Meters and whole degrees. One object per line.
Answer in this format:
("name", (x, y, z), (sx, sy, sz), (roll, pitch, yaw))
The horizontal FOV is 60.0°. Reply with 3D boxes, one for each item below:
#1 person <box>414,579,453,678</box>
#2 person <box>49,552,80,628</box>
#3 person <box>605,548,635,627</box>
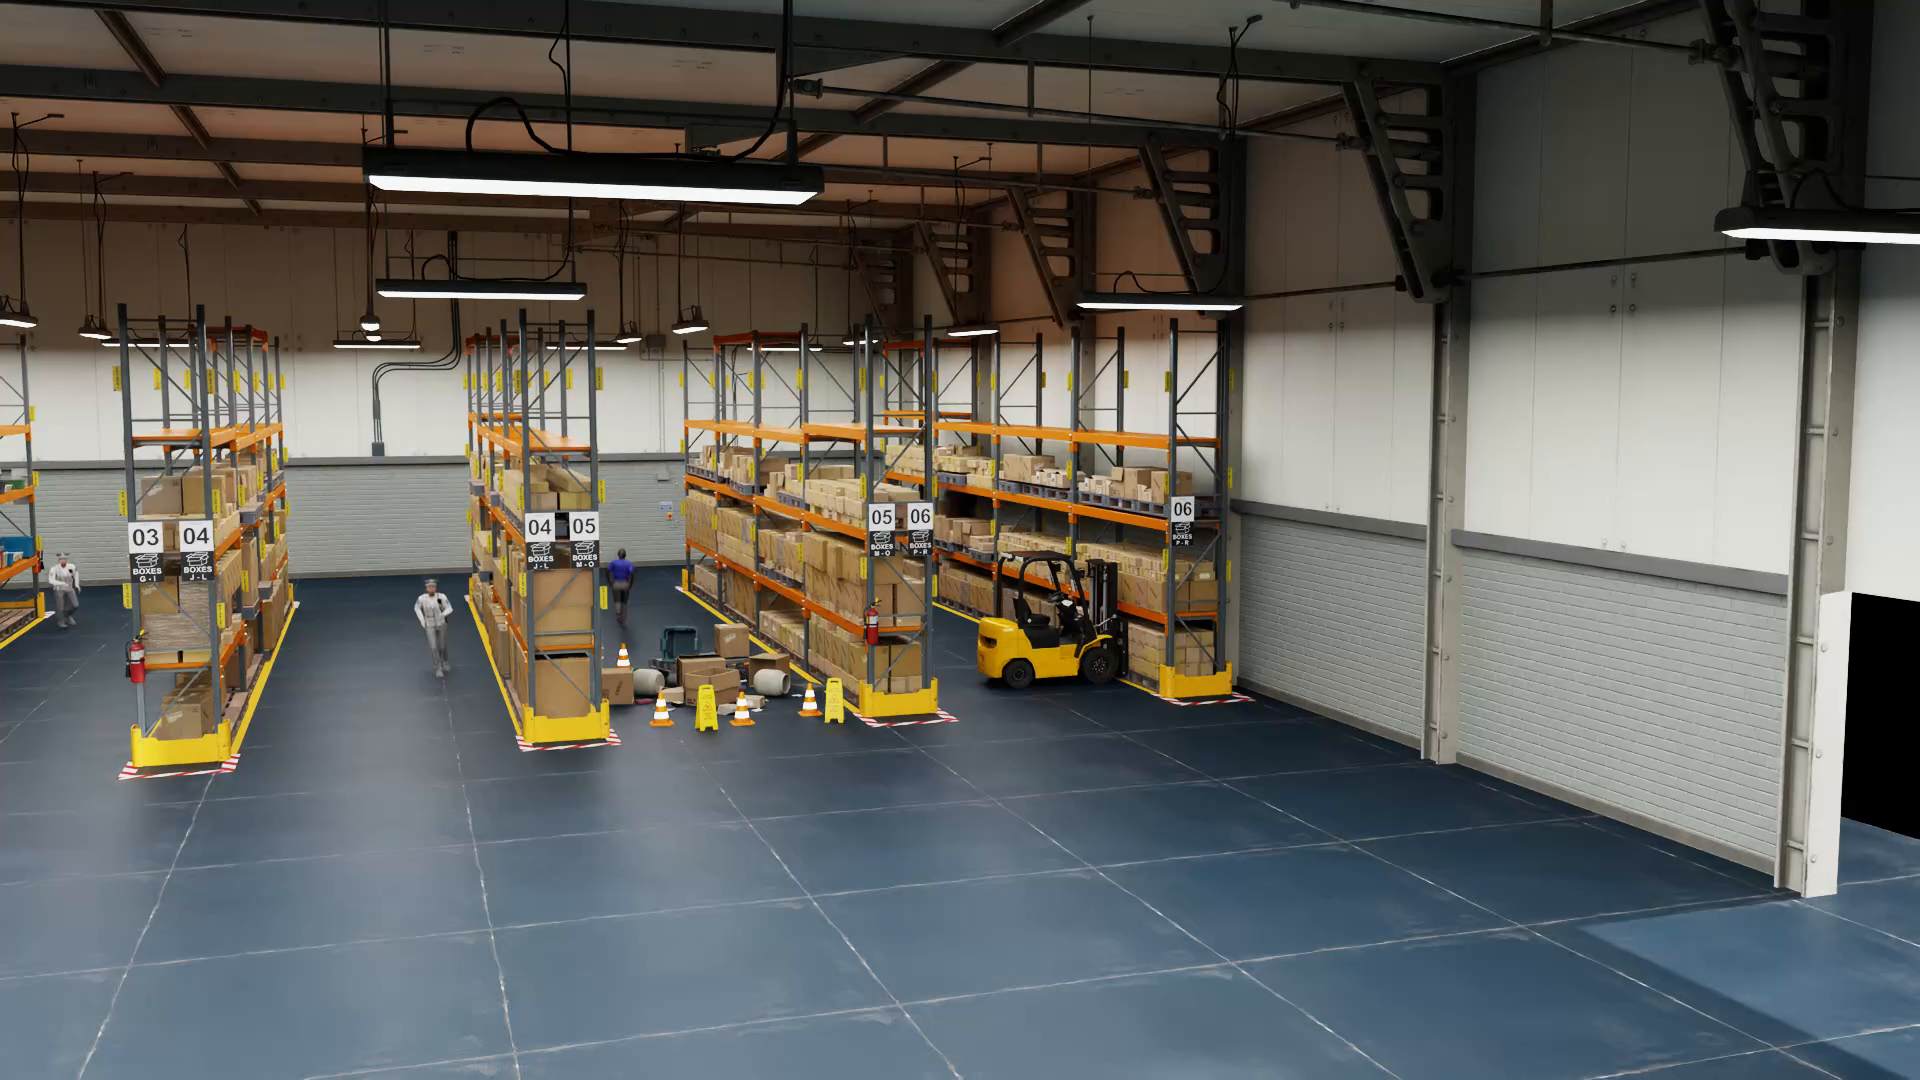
("person", (-8.964, 1.470, 28.355), (0.614, 1.664, 0.831), (-2, 6, -21))
("person", (-18.167, 1.014, 33.752), (0.612, 1.575, 0.797), (-5, 7, -42))
("person", (-6.916, 1.002, 33.841), (0.589, 1.647, 0.606), (-1, 5, -7))
